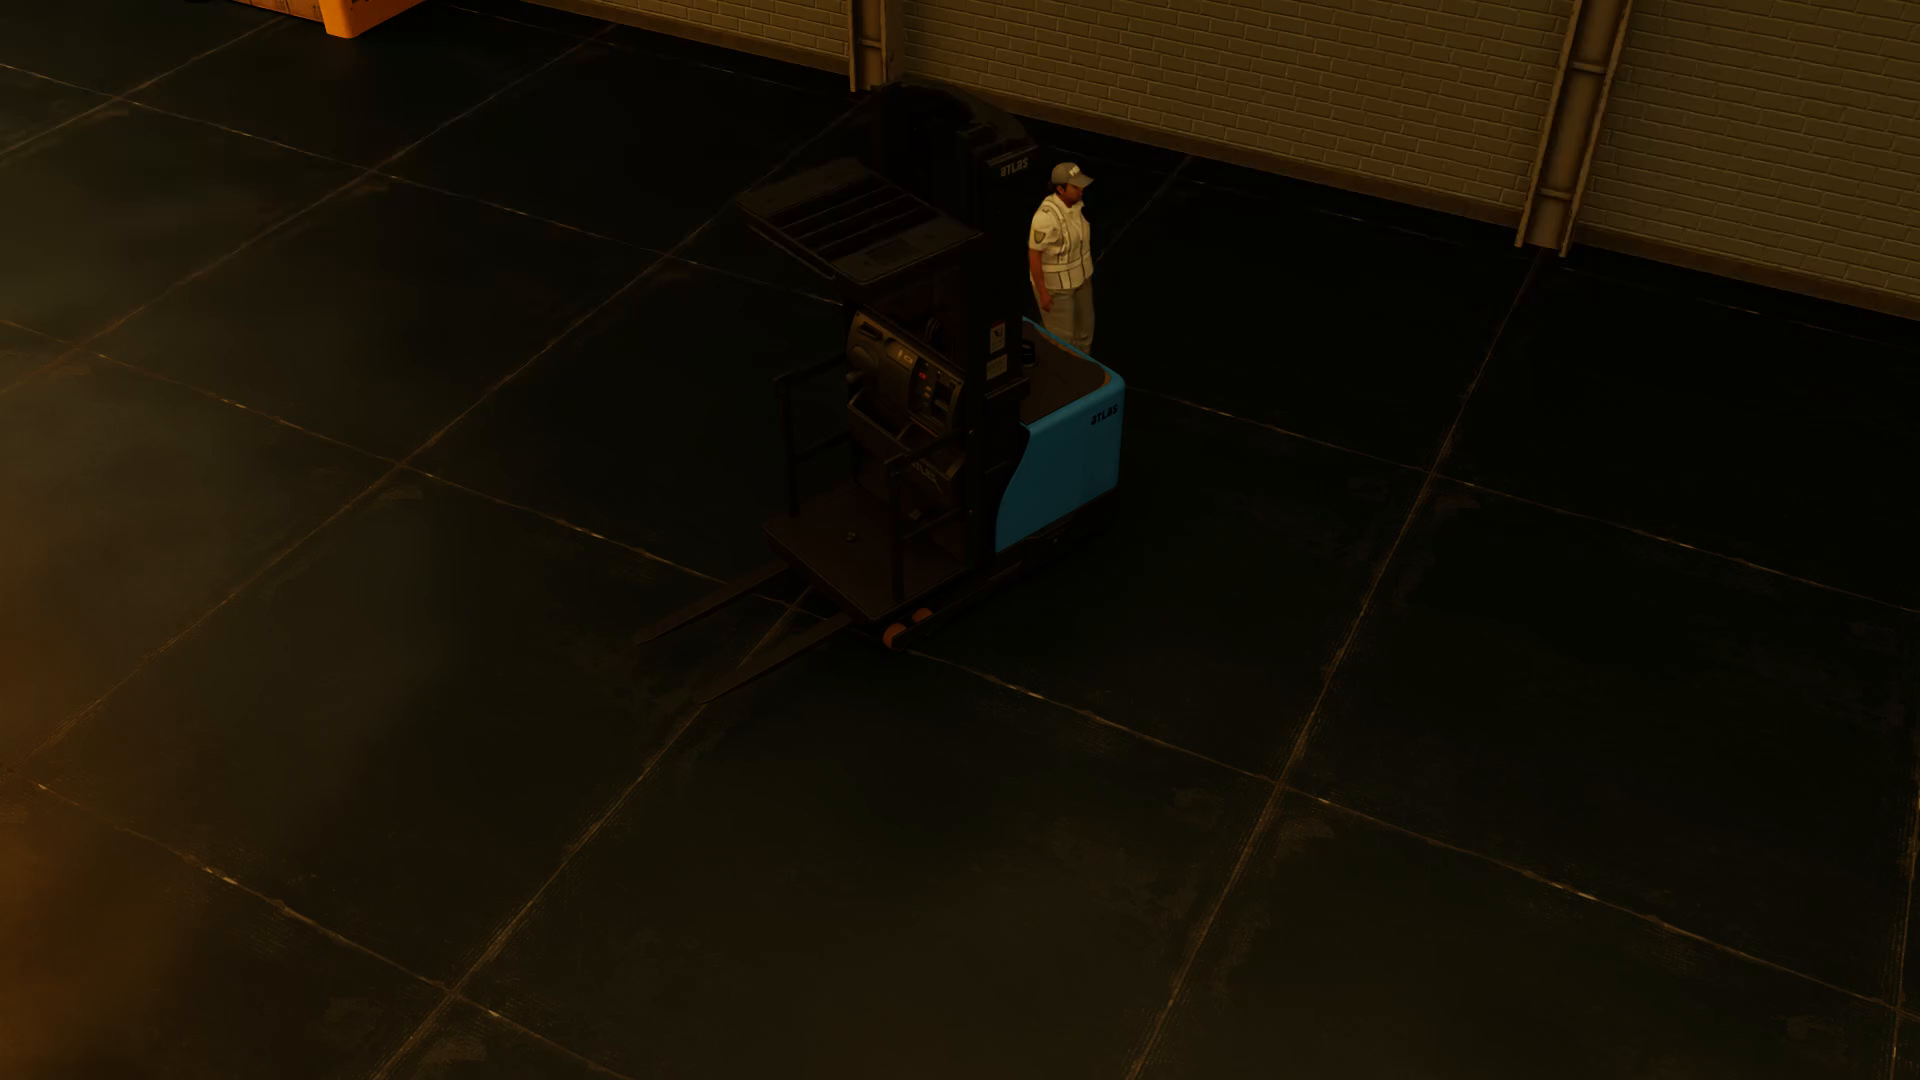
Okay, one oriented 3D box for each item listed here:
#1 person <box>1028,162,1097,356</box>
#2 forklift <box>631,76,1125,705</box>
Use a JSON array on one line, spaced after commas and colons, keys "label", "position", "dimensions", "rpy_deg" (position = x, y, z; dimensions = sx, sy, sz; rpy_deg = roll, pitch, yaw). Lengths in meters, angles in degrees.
[{"label": "person", "position": [0.748, -1.686, 10.982], "dimensions": [0.549, 1.657, 0.600], "rpy_deg": [24, 46, 26]}, {"label": "forklift", "position": [-0.465, -0.867, 9.016], "dimensions": [3.031, 2.935, 1.130], "rpy_deg": [-29, 48, -30]}]
